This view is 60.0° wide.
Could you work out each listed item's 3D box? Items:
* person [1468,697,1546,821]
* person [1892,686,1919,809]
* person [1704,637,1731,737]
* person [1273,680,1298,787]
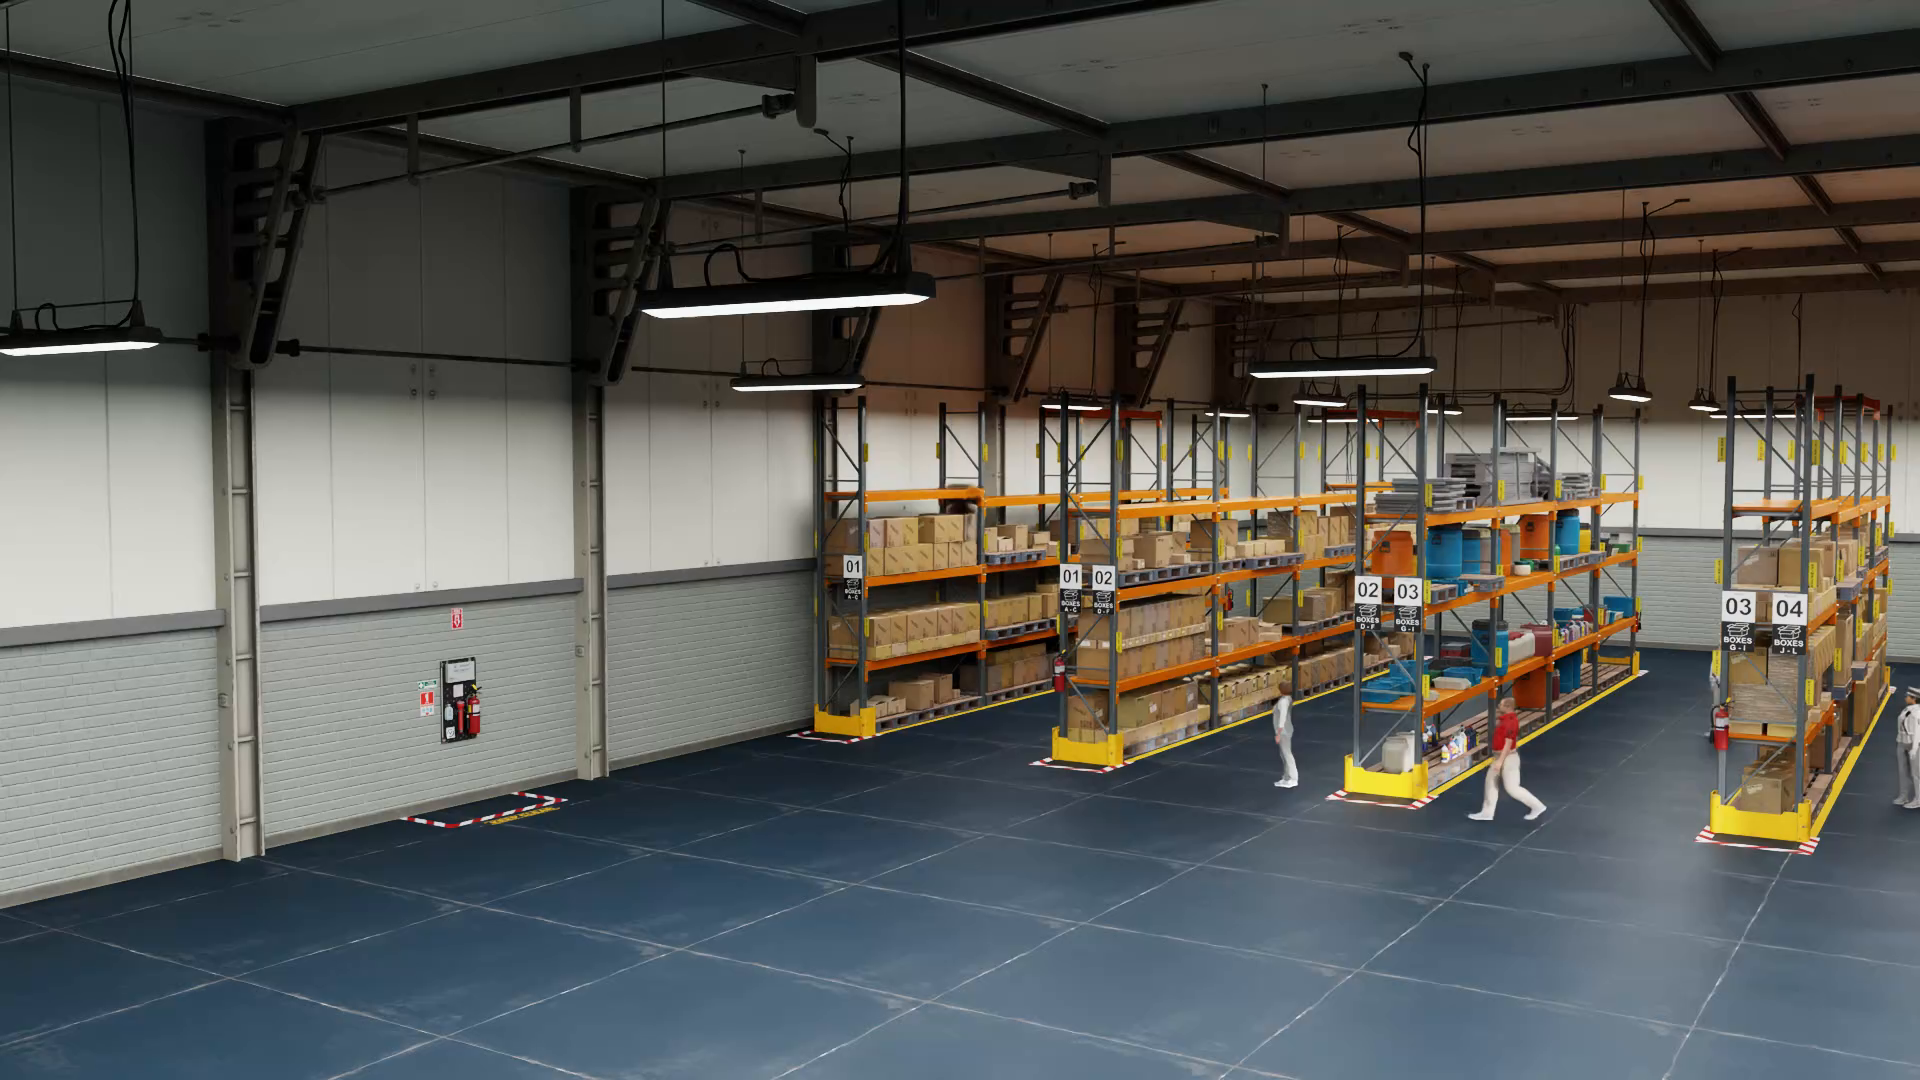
[{"bbox_3d":[7.396,2.967,22.450,0.967,1.694,0.513,0,3,2],"label":"person"},{"bbox_3d":[13.470,2.923,23.565,0.382,1.696,0.485,0,3,-8],"label":"person"},{"bbox_3d":[13.394,2.580,29.267,0.506,1.766,0.537,2,3,29],"label":"person"},{"bbox_3d":[4.871,2.904,24.863,0.386,1.619,0.484,1,3,10],"label":"person"}]
